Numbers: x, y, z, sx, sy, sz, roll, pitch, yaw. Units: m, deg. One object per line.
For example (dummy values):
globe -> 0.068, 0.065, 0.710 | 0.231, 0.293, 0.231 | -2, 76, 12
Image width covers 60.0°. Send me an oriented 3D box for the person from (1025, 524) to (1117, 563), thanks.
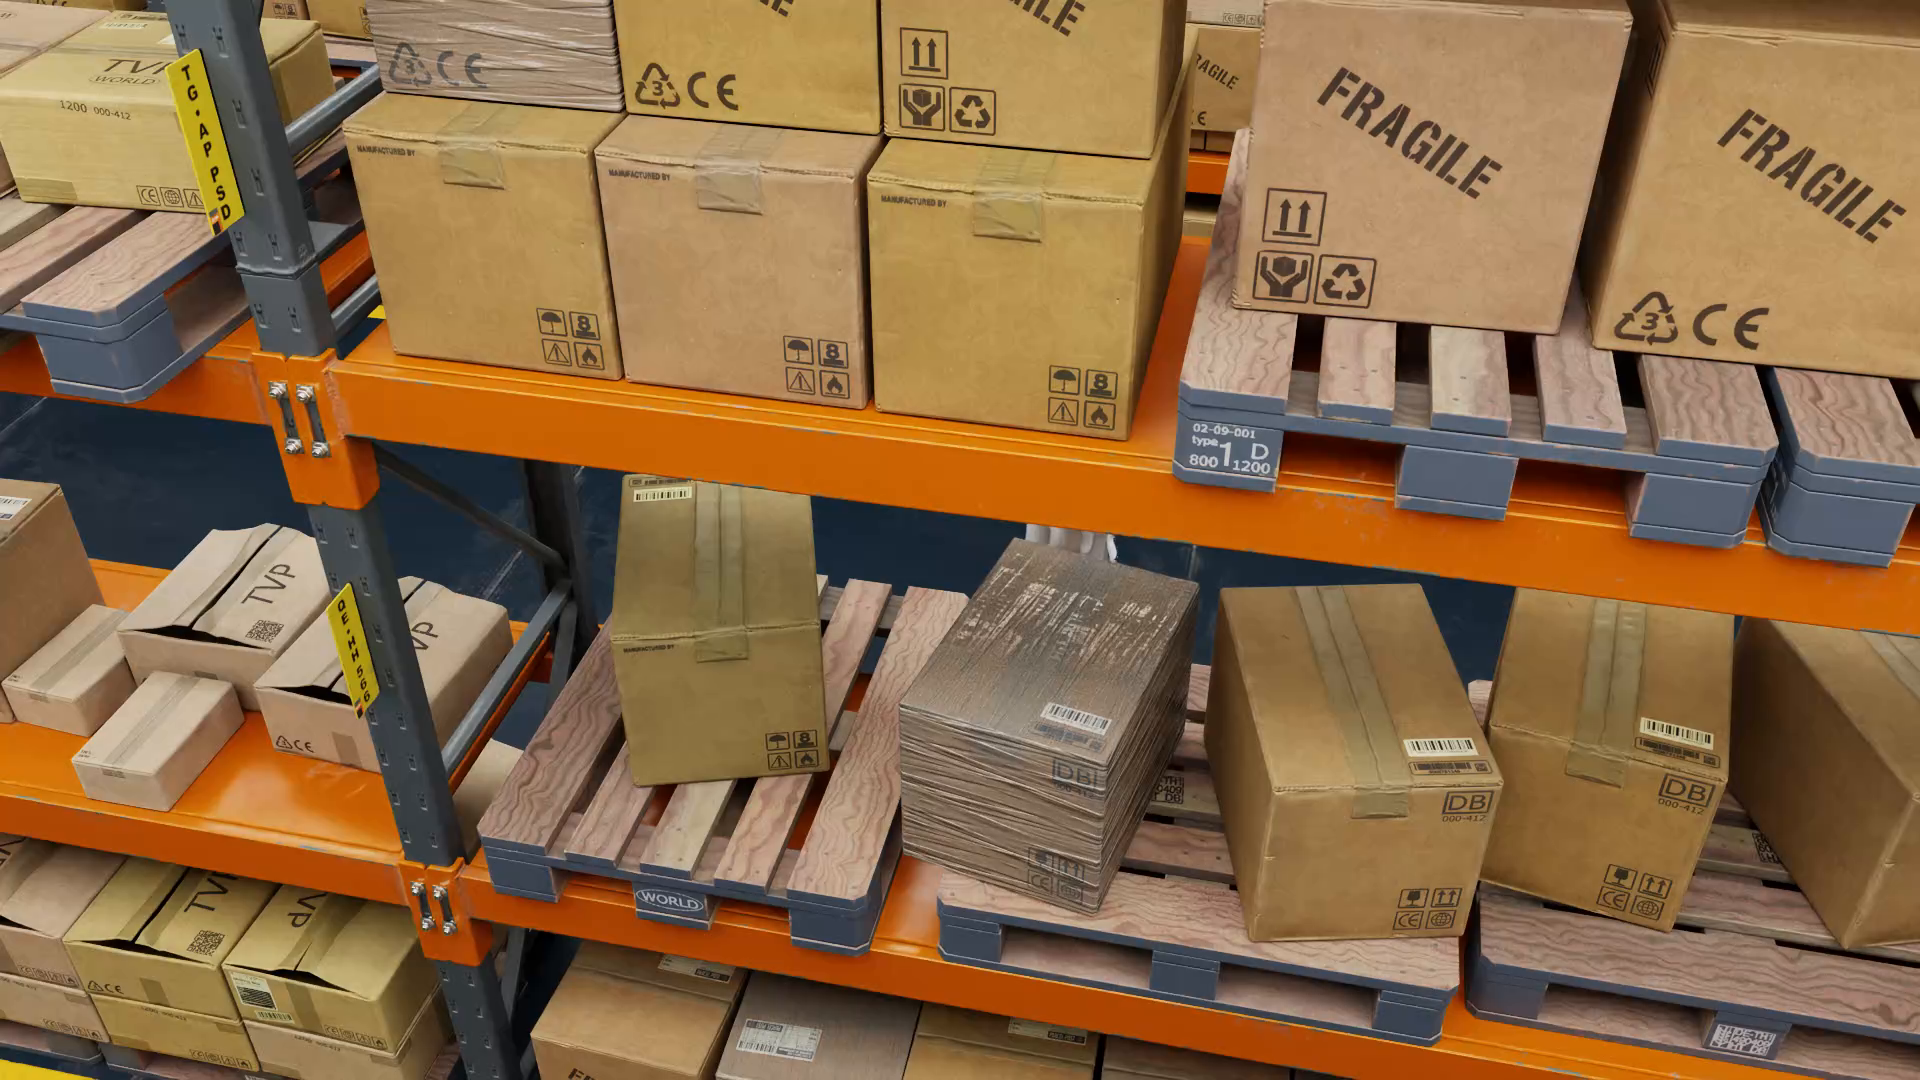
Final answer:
person -> 0.436, 0.216, 5.863 | 0.425, 1.776, 0.601 | 6, 37, 9
